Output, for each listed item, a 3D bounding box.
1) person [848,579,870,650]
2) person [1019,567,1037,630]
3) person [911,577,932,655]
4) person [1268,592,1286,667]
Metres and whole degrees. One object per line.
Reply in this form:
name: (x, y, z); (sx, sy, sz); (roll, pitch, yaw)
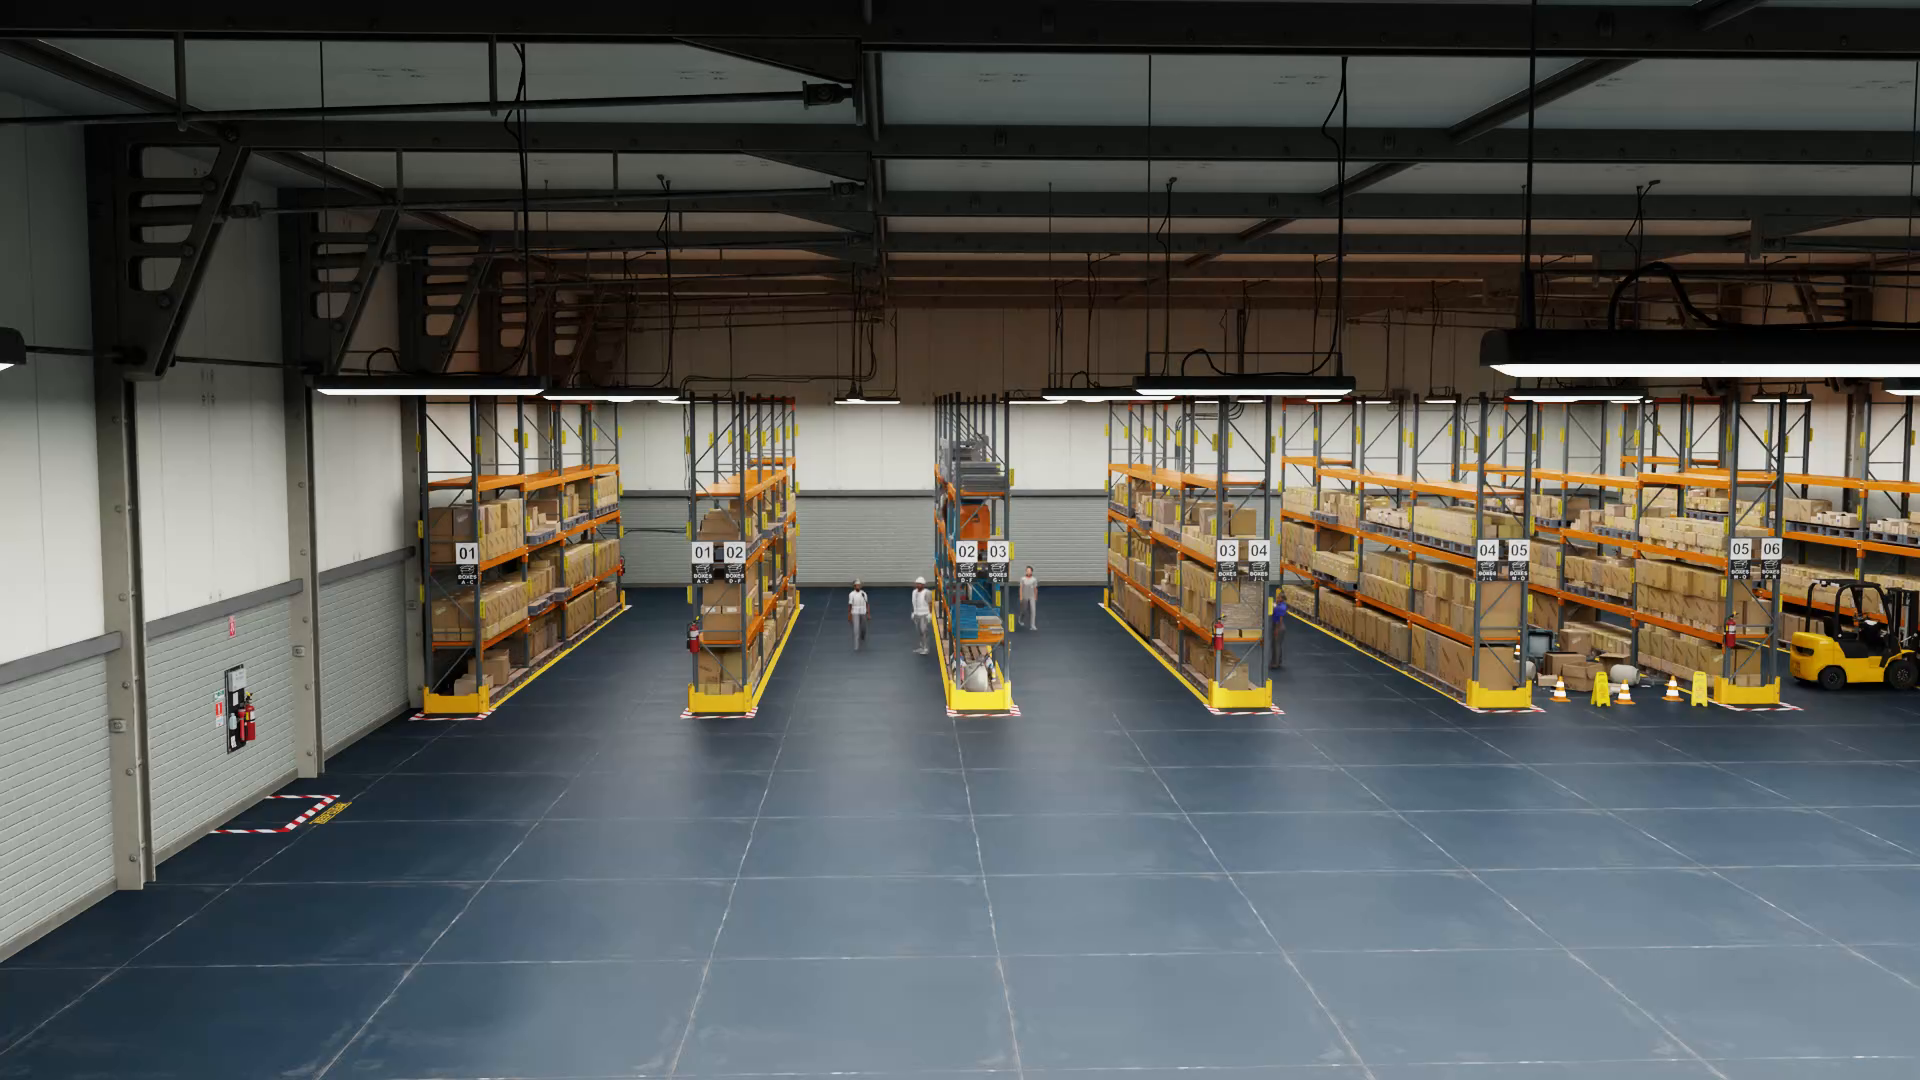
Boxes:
person: (-2.398, 1.742, 39.374); (0.511, 1.642, 0.951); (-1, 5, -8)
person: (1.748, 1.489, 42.742); (0.503, 1.626, 0.975); (-1, 5, -11)
person: (-0.902, 1.742, 38.383); (0.643, 1.791, 0.394); (4, 6, 43)
person: (6.951, 2.027, 36.570); (0.423, 1.550, 0.531); (1, 5, 12)
